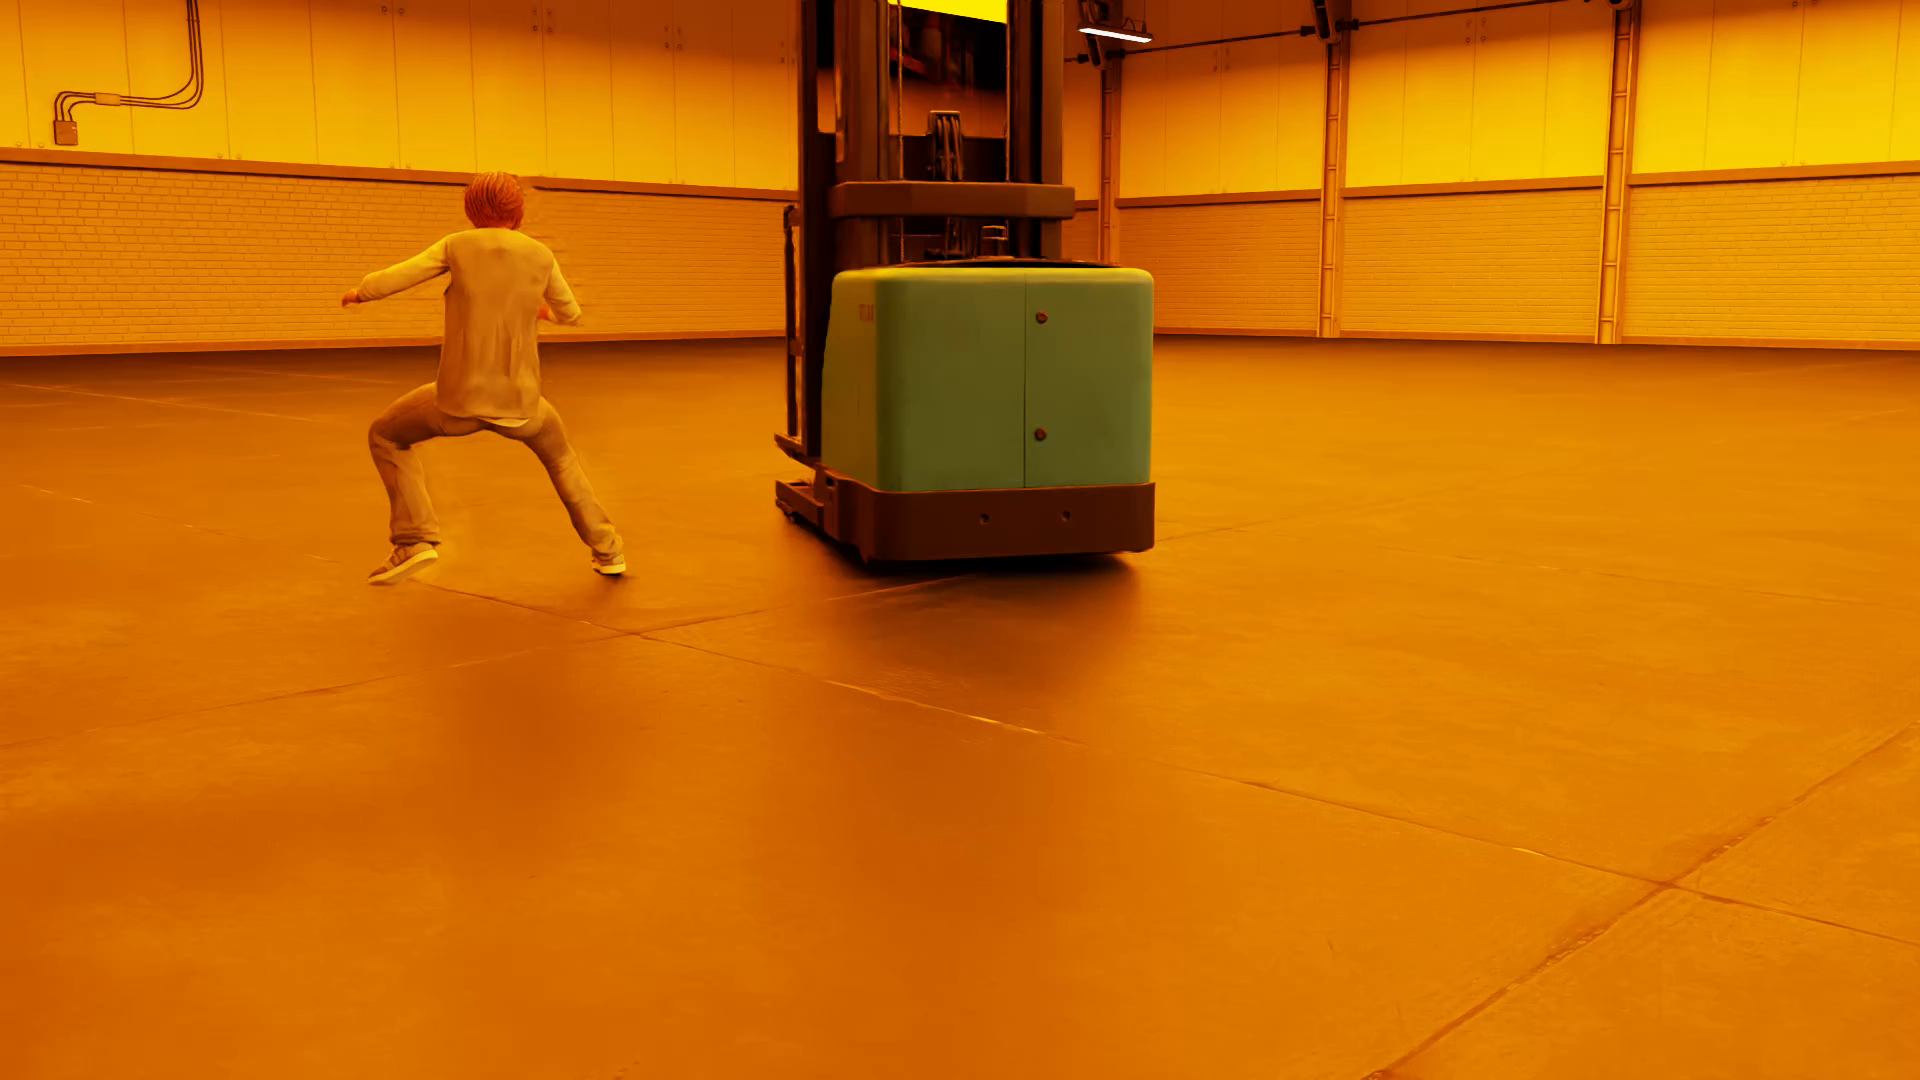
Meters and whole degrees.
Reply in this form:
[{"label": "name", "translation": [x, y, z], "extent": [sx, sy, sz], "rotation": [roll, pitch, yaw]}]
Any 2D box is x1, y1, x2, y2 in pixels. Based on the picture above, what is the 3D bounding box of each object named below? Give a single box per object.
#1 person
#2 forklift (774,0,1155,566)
[{"label": "person", "translation": [-1.603, -0.532, 5.642], "extent": [0.894, 1.369, 0.668], "rotation": [-3, 9, -21]}, {"label": "forklift", "translation": [-0.195, -1.538, 7.090], "extent": [1.130, 2.935, 3.031], "rotation": [-2, 9, -16]}]
